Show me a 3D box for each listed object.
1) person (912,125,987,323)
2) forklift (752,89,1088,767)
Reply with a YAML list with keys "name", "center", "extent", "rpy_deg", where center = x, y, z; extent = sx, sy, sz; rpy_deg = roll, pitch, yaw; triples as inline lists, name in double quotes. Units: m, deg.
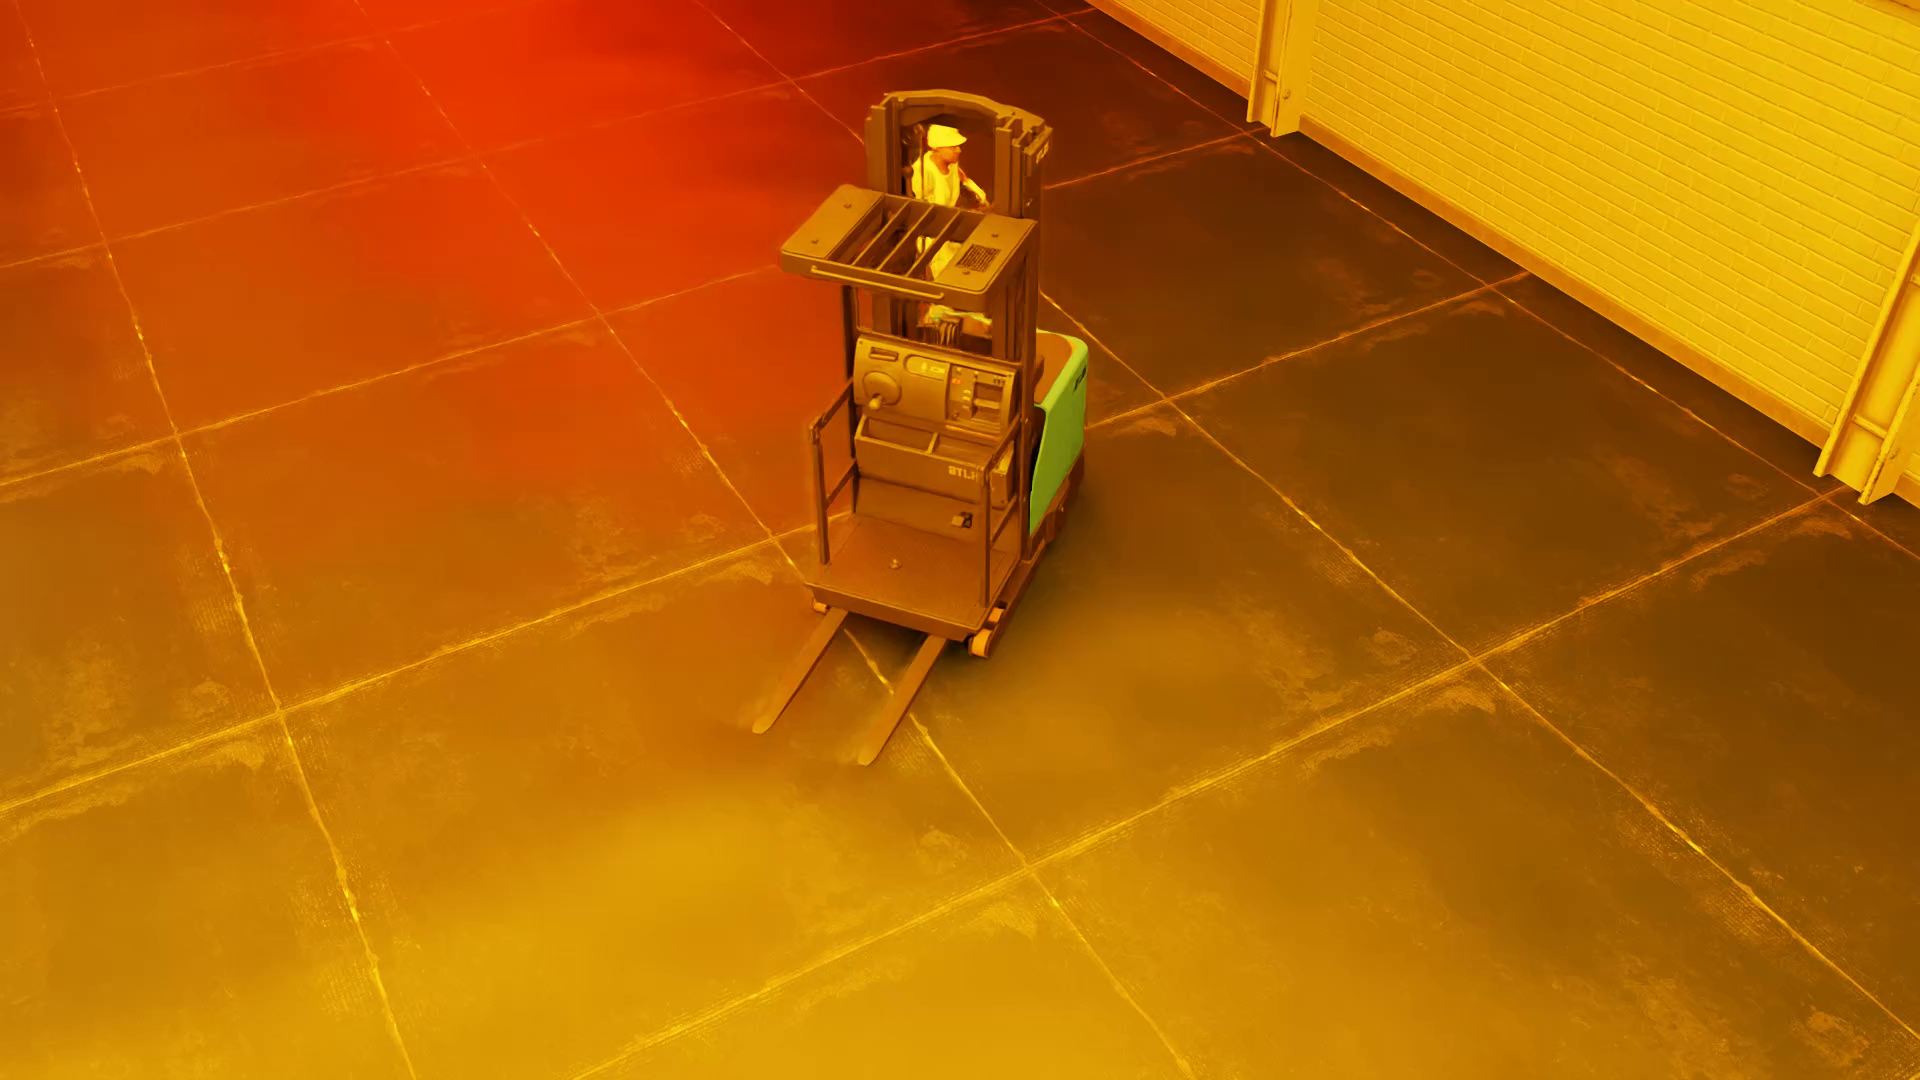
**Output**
- name: "person"
  center: [-0.025, -2.113, 11.586]
  extent: [0.694, 1.668, 1.053]
  rpy_deg: [18, 43, 21]
- name: "forklift"
  center: [-0.225, -0.766, 8.959]
  extent: [1.130, 2.935, 3.031]
  rpy_deg: [14, 42, 17]
